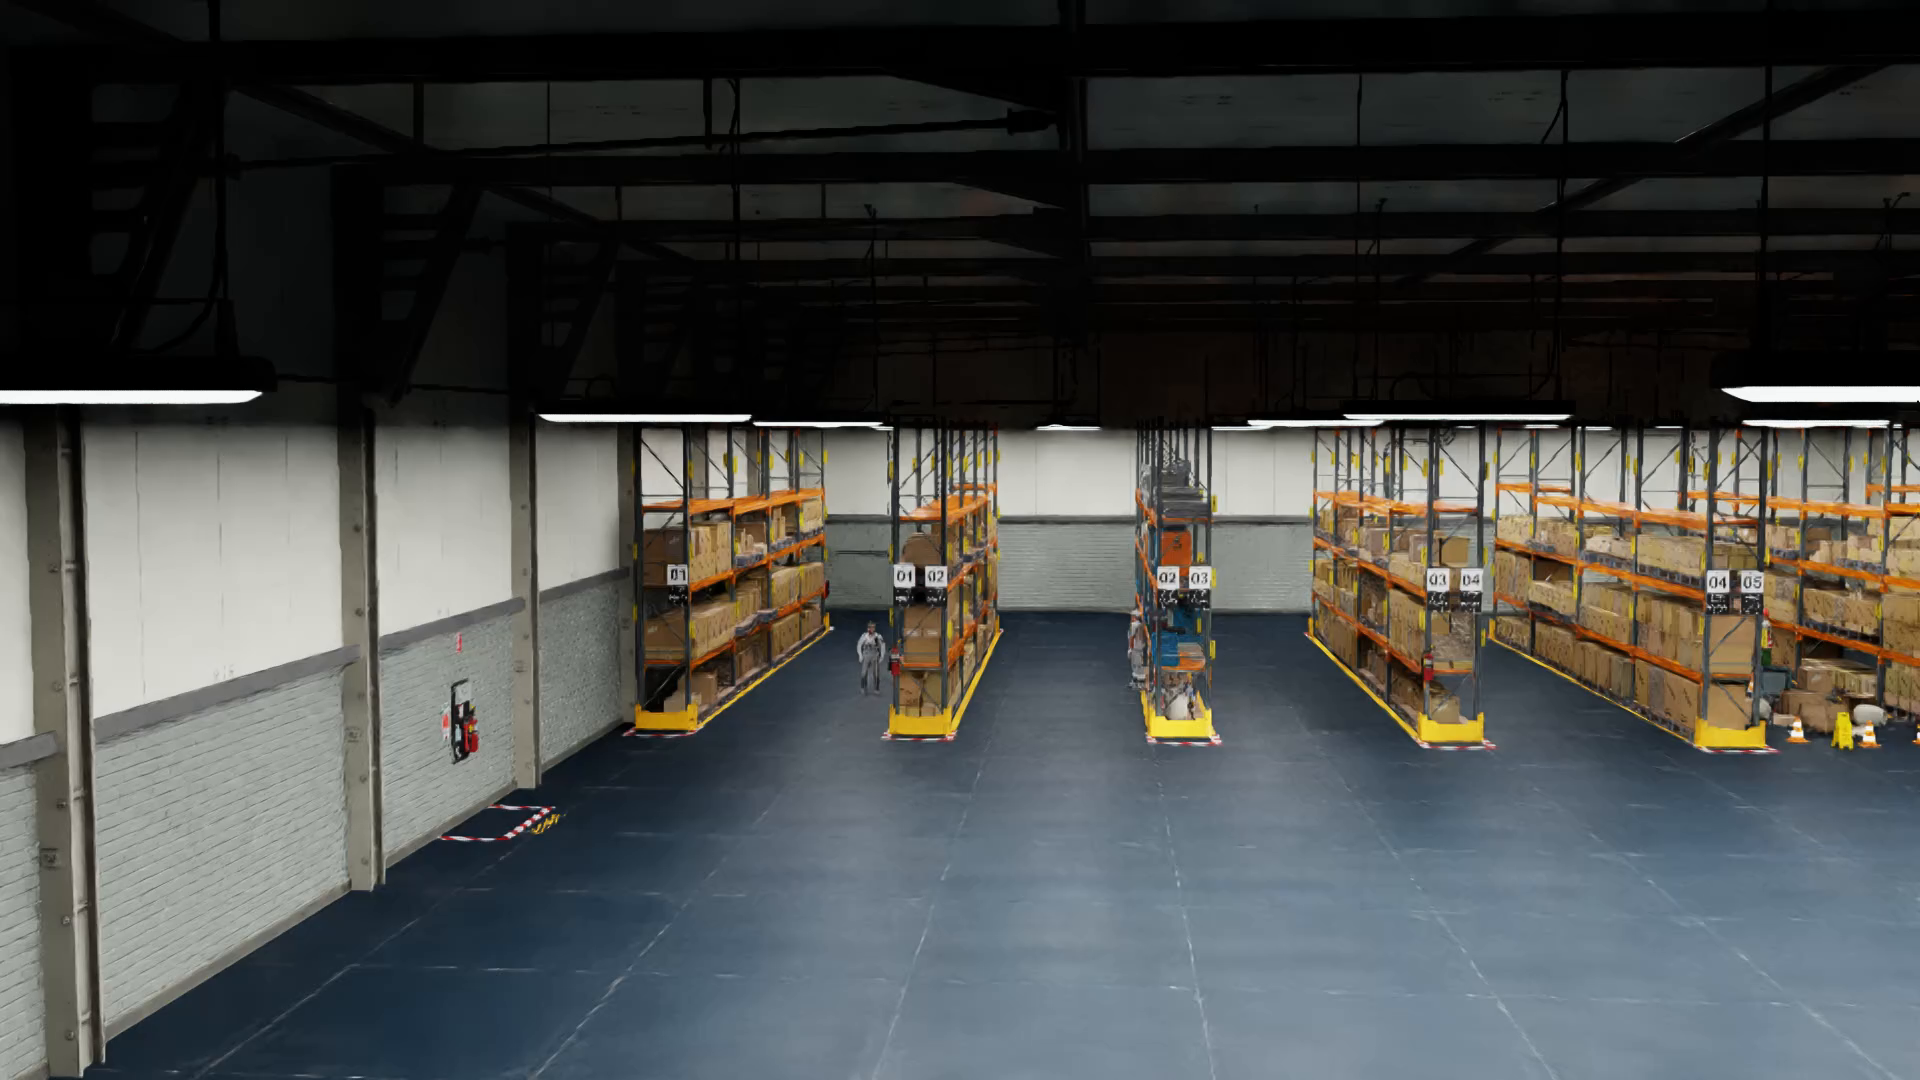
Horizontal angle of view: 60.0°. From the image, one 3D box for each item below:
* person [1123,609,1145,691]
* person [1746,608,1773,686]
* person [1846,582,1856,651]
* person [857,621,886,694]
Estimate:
[{"bbox_3d":[3.860,2.416,36.777,0.589,1.786,0.661,2,4,23],"label":"person"},{"bbox_3d":[17.795,2.406,36.906,0.588,1.784,0.666,2,4,30],"label":"person"},{"bbox_3d":[23.080,1.982,43.448,0.582,1.783,0.693,1,4,16],"label":"person"},{"bbox_3d":[-1.931,2.553,36.178,0.639,1.632,0.498,0,4,3],"label":"person"}]
